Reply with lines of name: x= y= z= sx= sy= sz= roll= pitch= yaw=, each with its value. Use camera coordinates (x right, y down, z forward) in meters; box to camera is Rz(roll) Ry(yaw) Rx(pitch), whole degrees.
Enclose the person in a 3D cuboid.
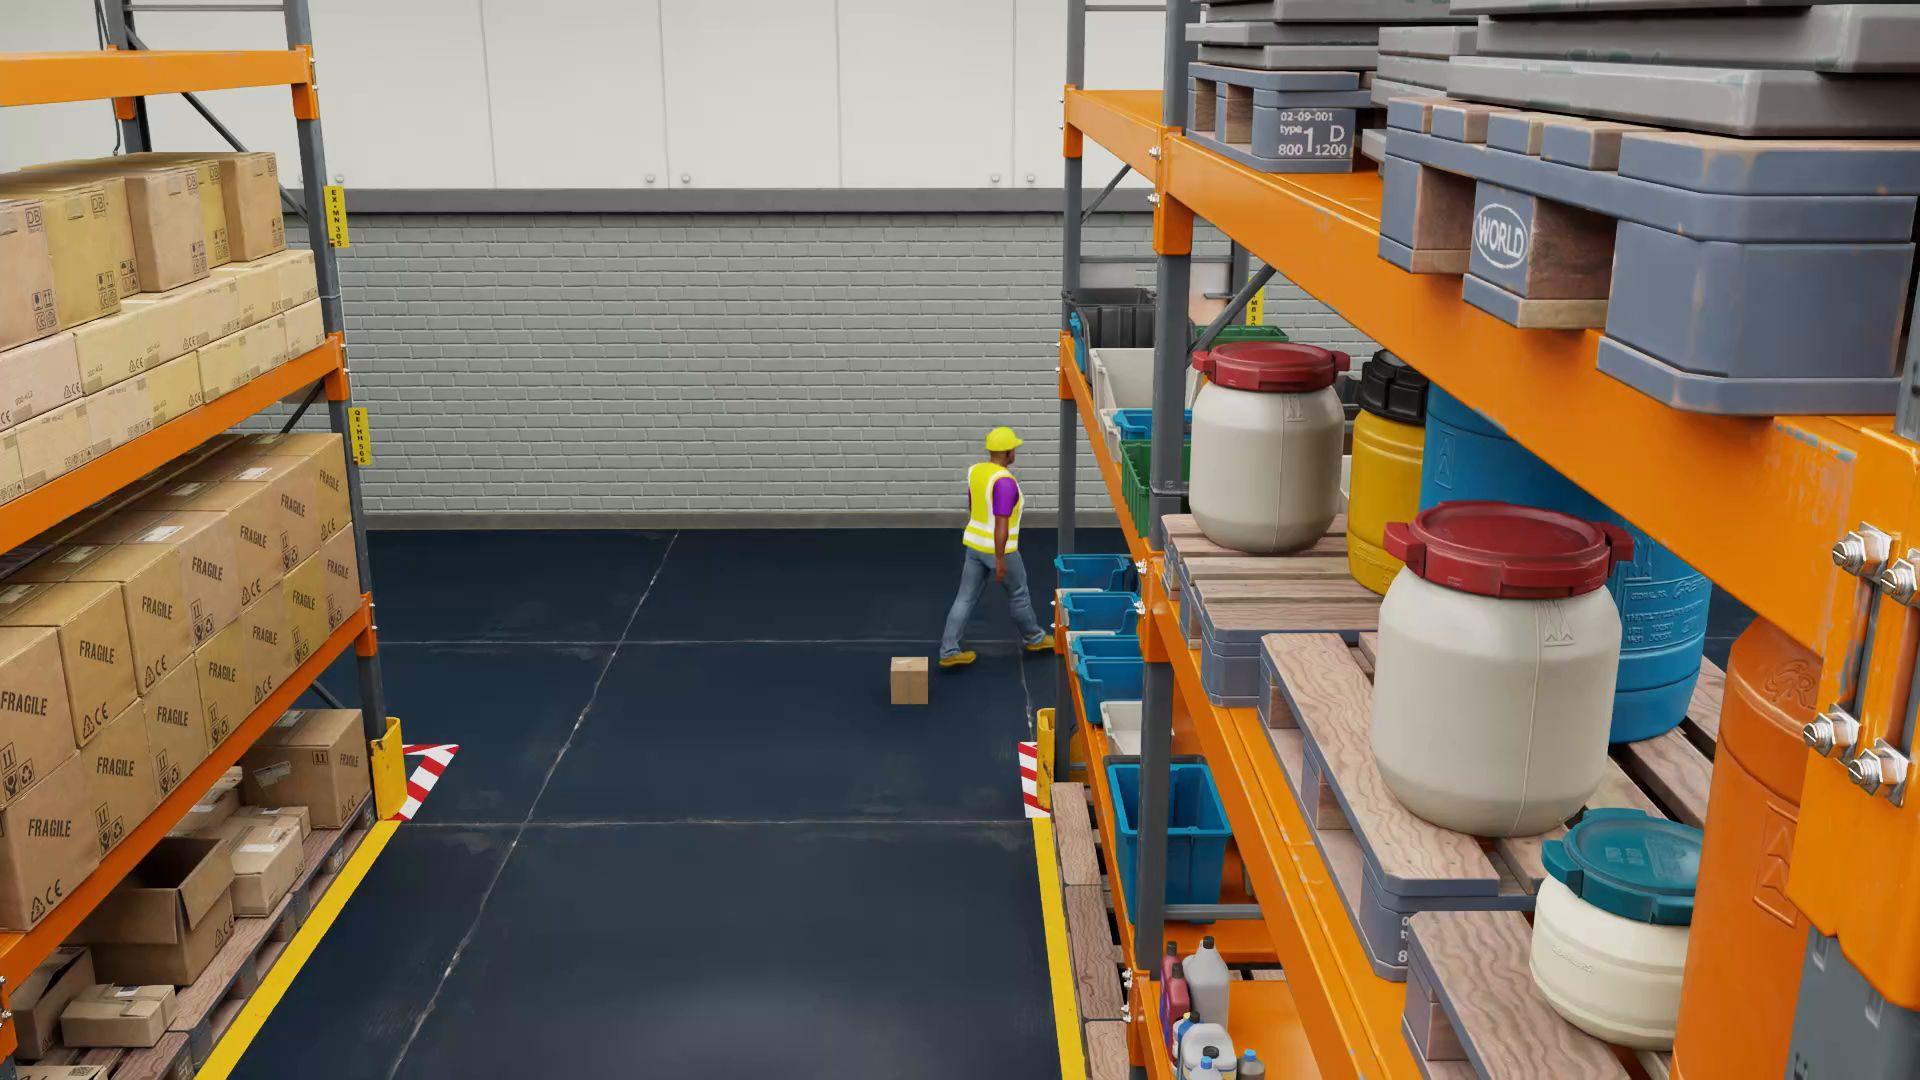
person: x=0.302 y=0.030 z=11.933 sx=1.072 sy=1.707 sz=0.603 roll=-13 pitch=21 yaw=-36
